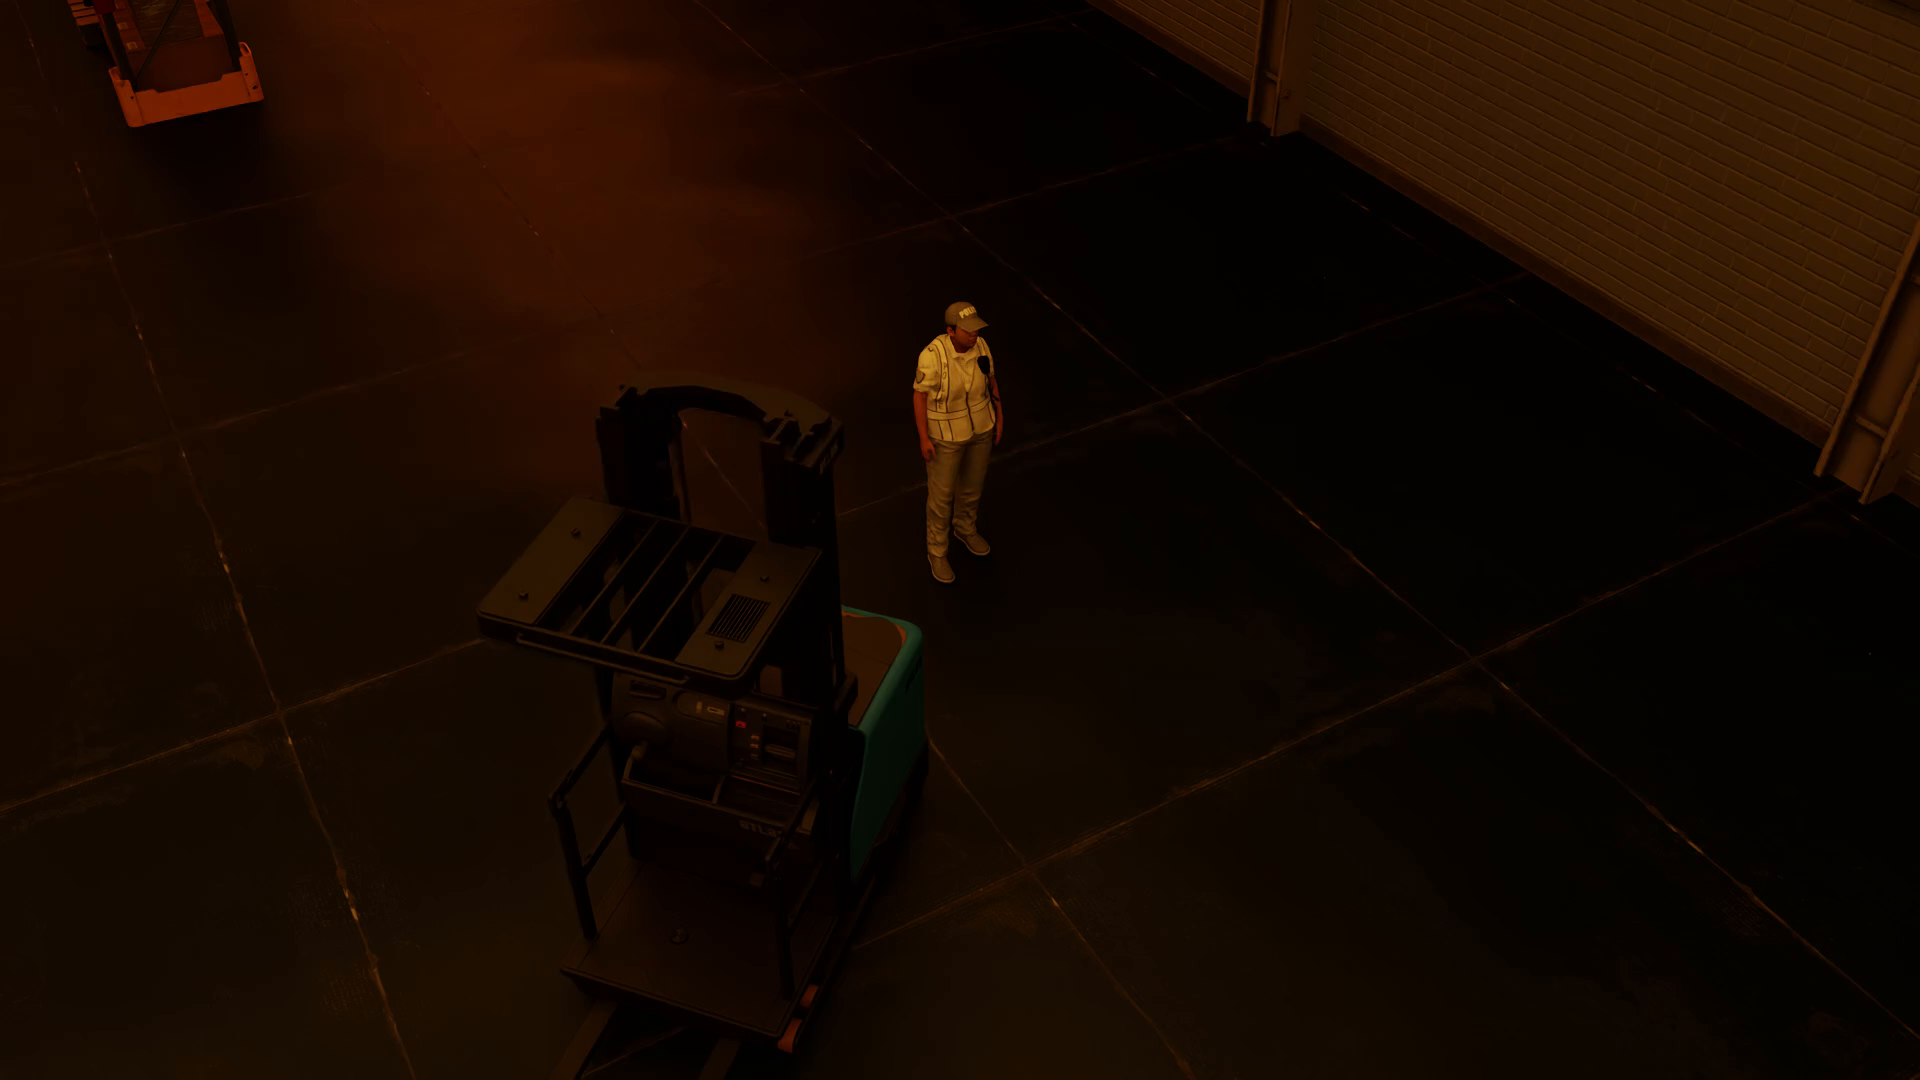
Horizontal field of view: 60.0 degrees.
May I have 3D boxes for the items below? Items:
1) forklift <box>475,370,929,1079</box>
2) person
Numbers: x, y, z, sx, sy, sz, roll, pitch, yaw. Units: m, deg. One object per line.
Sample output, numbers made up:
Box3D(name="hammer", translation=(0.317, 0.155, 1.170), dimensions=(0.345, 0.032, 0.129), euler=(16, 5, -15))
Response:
Box3D(name="forklift", translation=(-1.135, 0.895, 6.957), dimensions=(1.130, 2.935, 3.031), euler=(13, 41, 15))
Box3D(name="person", translation=(0.018, -0.597, 9.736), dimensions=(0.598, 1.670, 0.529), euler=(-20, 44, -23))
